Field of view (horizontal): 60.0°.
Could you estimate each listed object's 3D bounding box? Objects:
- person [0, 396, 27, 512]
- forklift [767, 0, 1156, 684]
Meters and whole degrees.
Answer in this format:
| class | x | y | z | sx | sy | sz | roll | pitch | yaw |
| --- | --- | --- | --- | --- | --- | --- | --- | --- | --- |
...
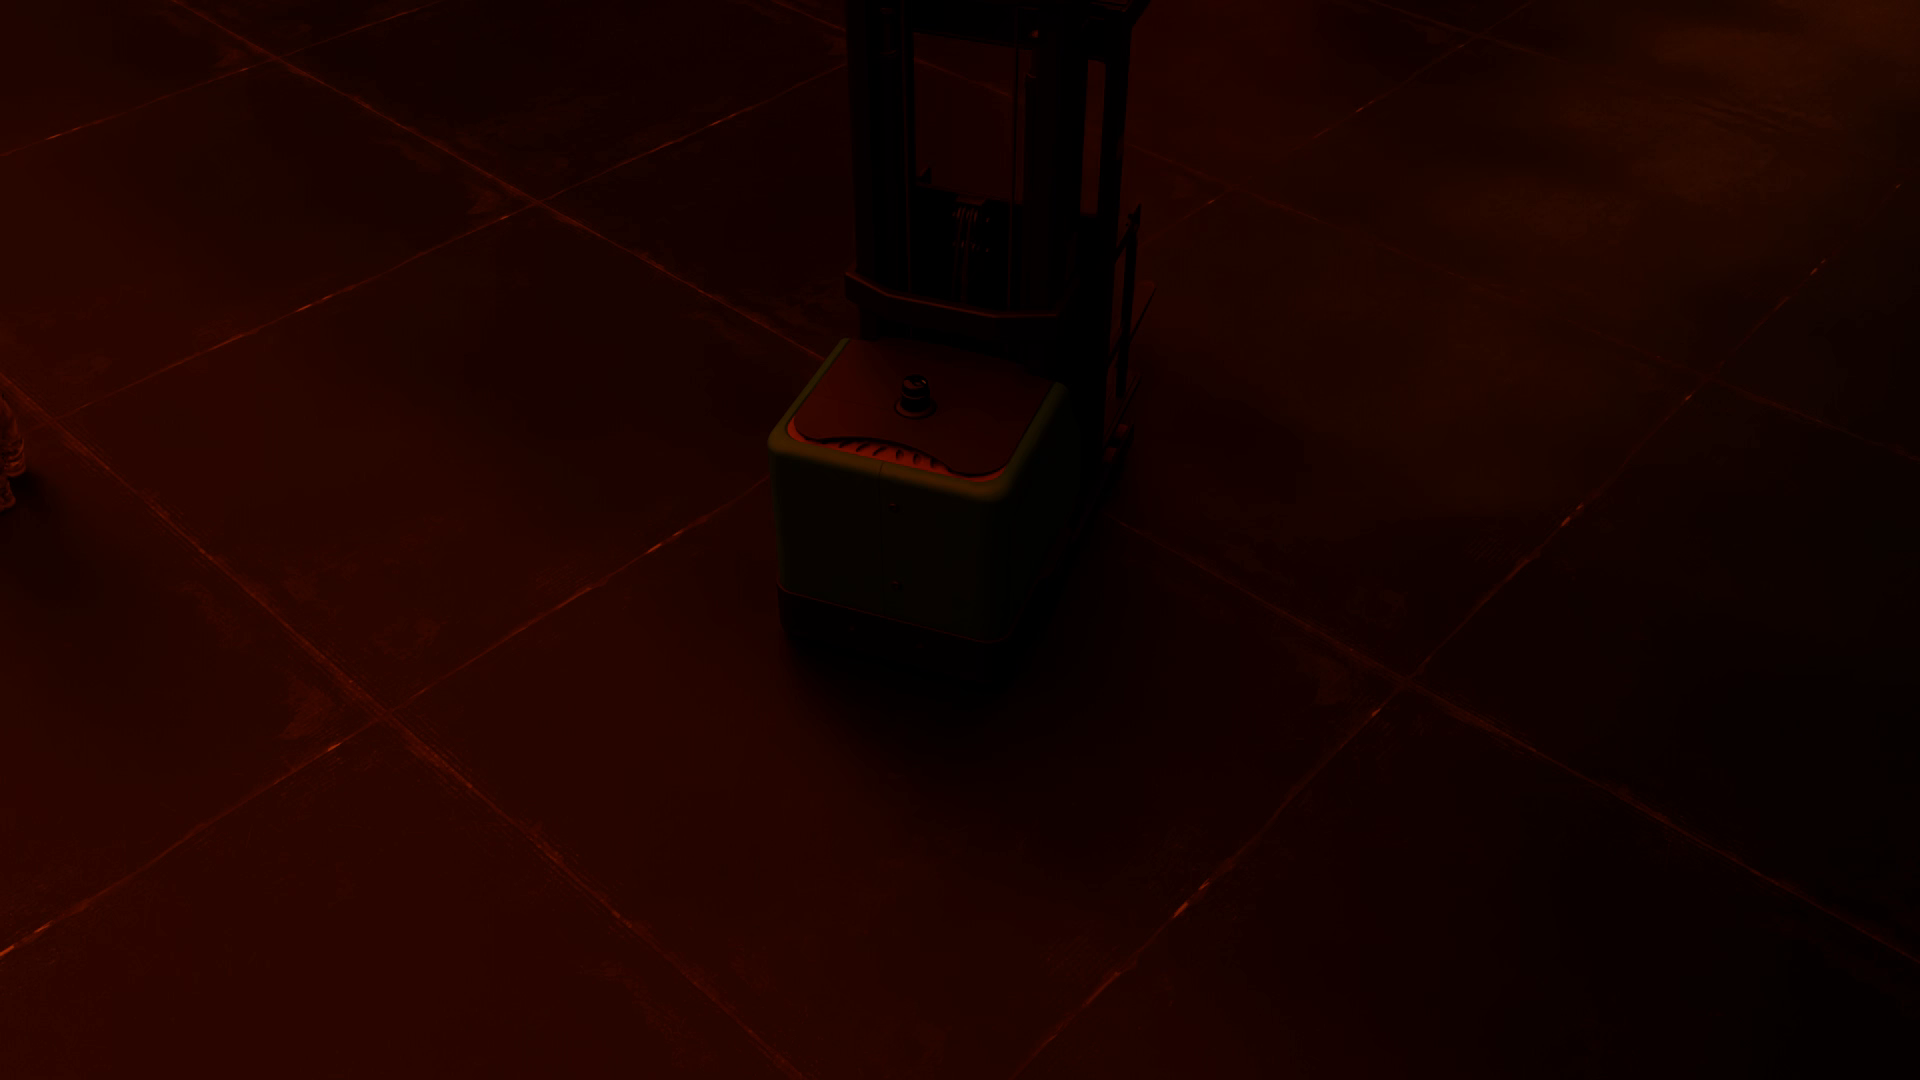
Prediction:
| class | x | y | z | sx | sy | sz | roll | pitch | yaw |
| --- | --- | --- | --- | --- | --- | --- | --- | --- | --- |
| person | -4.562 | -0.875 | 7.331 | 0.535 | 1.786 | 0.652 | 0 | 41 | 0 |
| forklift | 0.211 | -1.484 | 7.158 | 1.130 | 2.935 | 3.031 | 14 | 42 | 15 |
